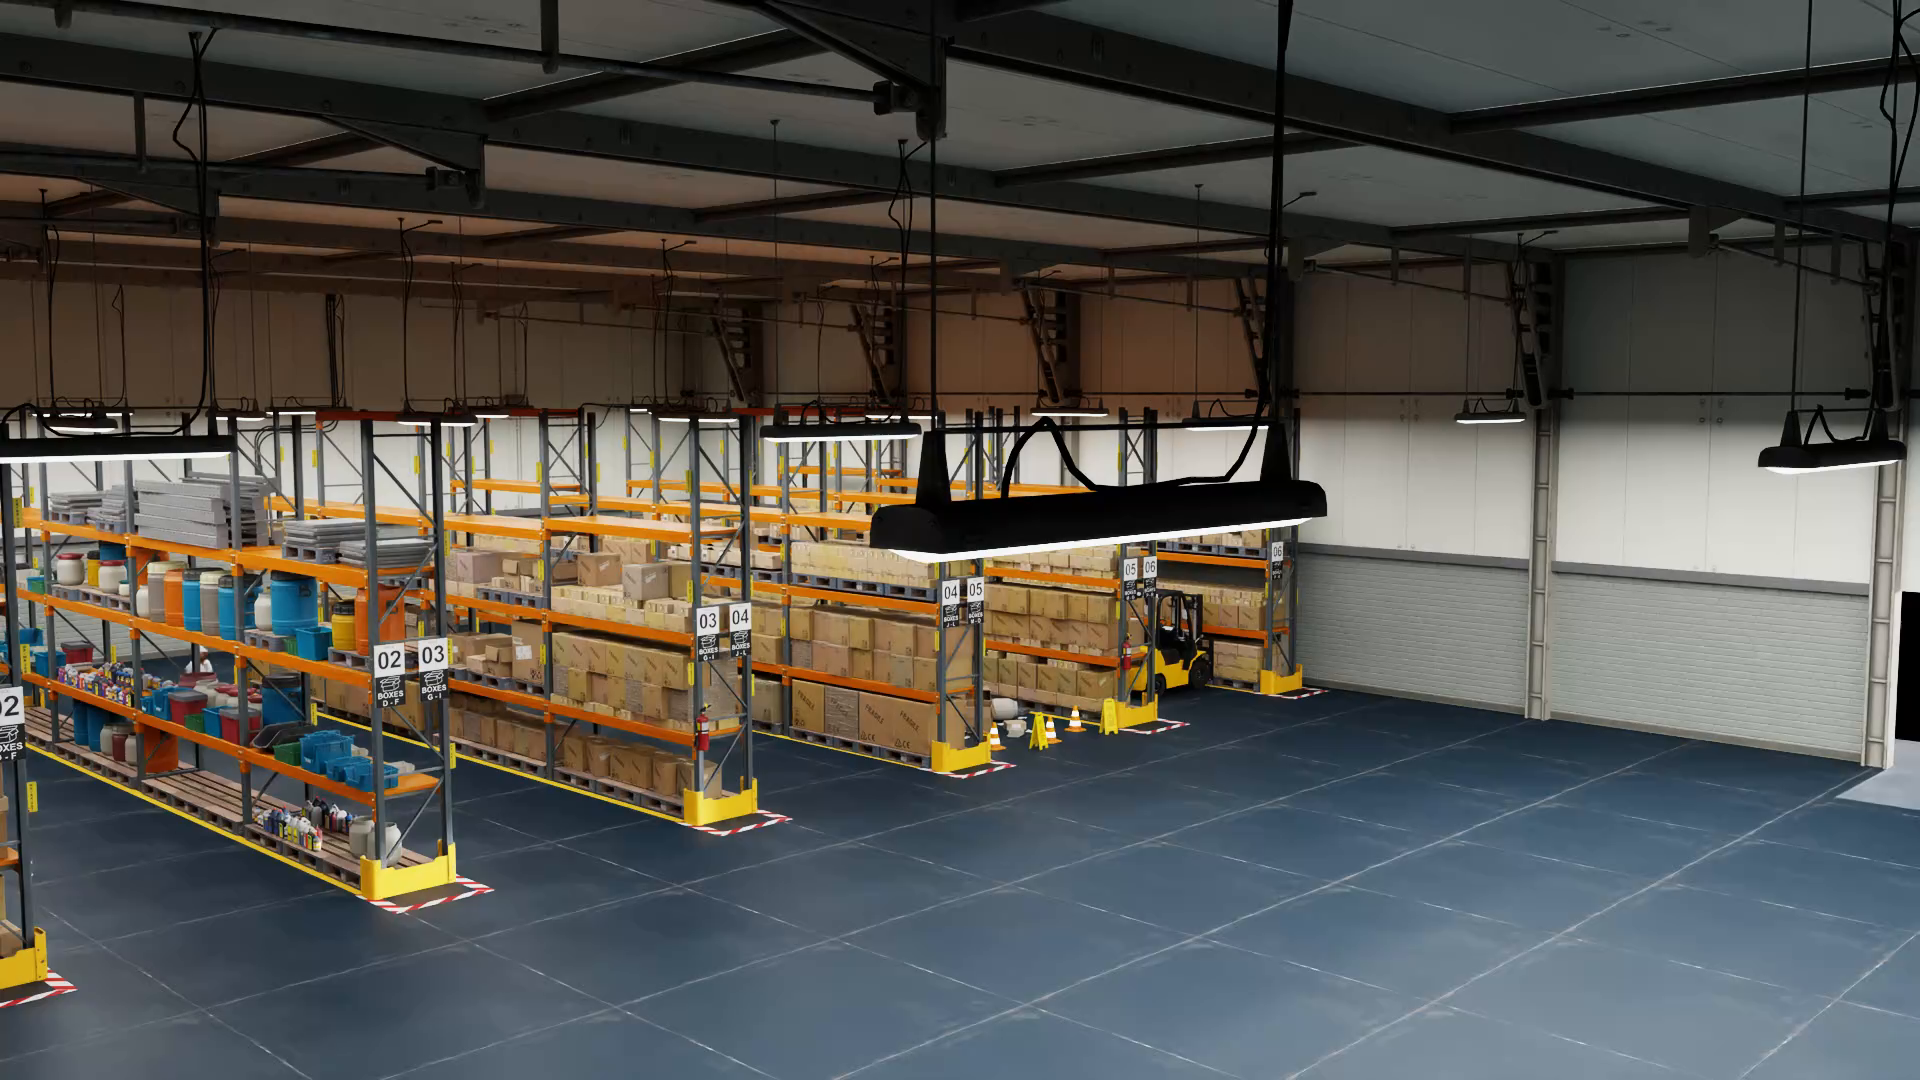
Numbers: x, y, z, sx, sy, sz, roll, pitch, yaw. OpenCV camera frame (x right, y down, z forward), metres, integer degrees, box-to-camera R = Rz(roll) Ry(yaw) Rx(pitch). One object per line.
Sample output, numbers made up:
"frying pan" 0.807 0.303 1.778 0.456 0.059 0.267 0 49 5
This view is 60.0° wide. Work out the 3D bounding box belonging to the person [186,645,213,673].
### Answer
"person" -13.842 2.783 30.347 0.968 1.752 0.607 4 6 37
